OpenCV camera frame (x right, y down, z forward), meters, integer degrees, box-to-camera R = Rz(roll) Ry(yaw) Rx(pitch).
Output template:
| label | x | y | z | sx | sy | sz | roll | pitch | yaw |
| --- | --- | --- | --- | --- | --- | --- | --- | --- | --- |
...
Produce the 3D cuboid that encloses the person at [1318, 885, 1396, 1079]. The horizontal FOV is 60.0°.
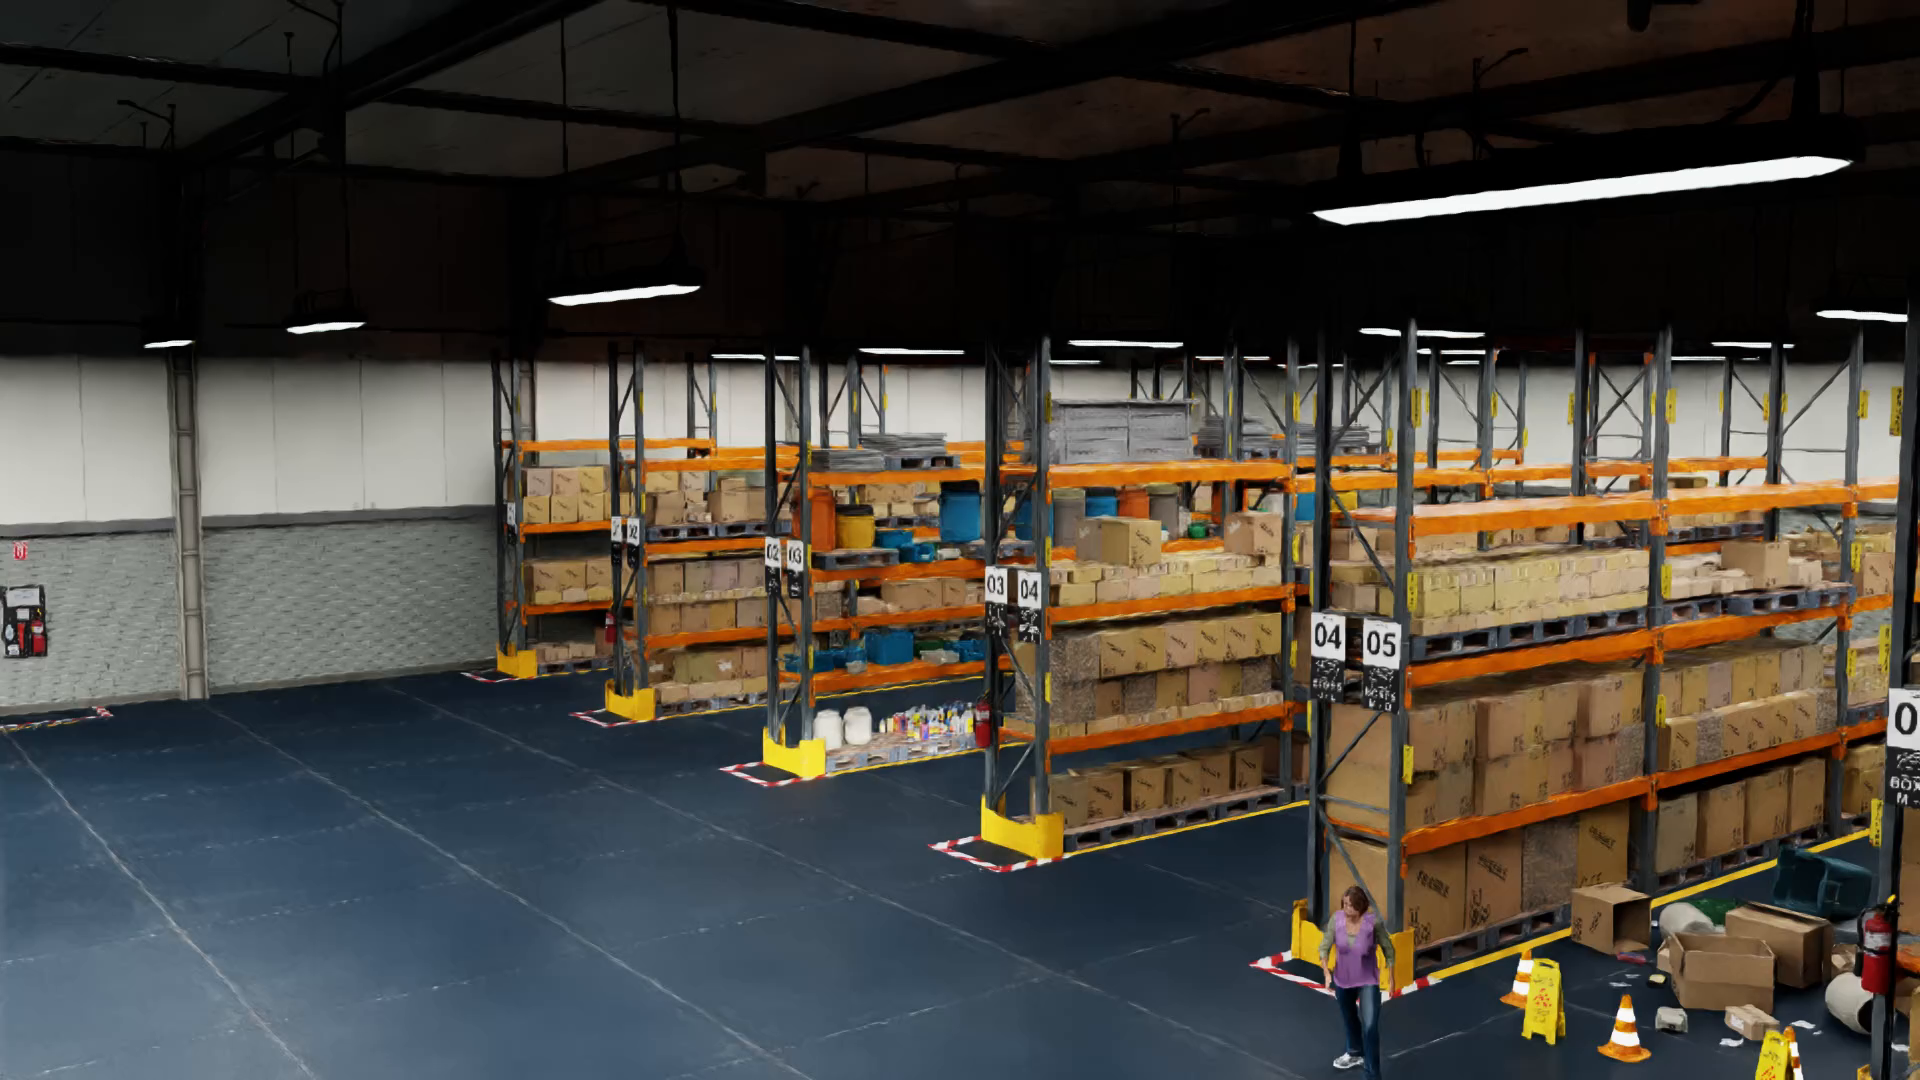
| label | x | y | z | sx | sy | sz | roll | pitch | yaw |
| --- | --- | --- | --- | --- | --- | --- | --- | --- | --- |
| person | 2.987 | 3.323 | 12.415 | 0.574 | 1.498 | 0.749 | 3 | 6 | 33 |
